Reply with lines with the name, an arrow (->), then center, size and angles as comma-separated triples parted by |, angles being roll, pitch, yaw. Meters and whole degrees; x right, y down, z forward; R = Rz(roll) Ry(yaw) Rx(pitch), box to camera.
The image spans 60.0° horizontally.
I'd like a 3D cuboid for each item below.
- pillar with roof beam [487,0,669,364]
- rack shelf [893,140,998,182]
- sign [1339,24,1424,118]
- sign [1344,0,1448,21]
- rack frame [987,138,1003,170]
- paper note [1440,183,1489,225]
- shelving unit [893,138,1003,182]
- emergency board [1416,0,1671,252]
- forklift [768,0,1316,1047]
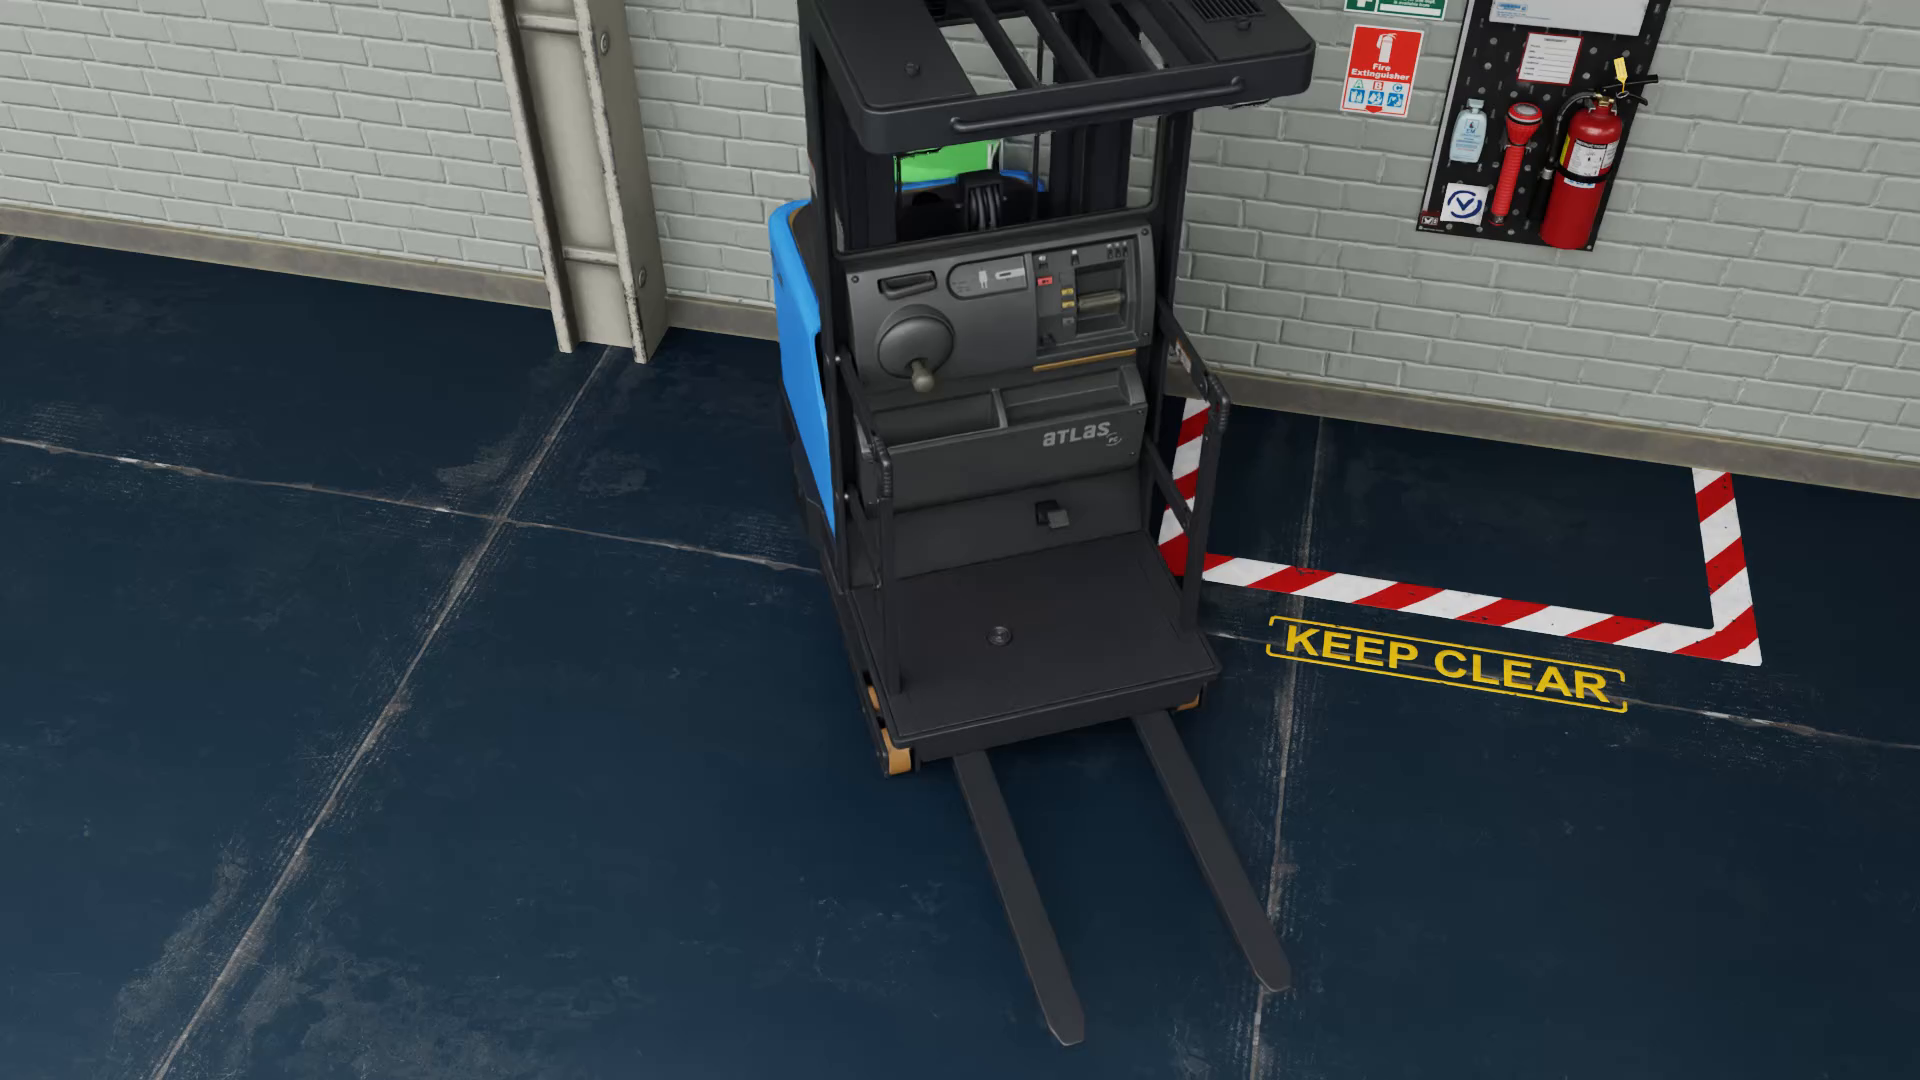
pillar with roof beam -> -2.422, -1.208, 1.016 | 0.400, 9.000, 9.100 | 9, 45, 9
rack shelf -> -0.108, -1.404, 6.250 | 0.480, 0.148, 0.258 | 8, 44, 9
sign -> 1.453, -1.617, 5.742 | 0.234, 0.329, 0.001 | 9, 45, 9
sign -> 1.456, -1.802, 5.551 | 0.331, 0.109, 0.001 | 9, 45, 9
rack frame -> 0.137, -1.067, 6.494 | 0.015, 1.200, 0.240 | 8, 44, 9
paper note -> 1.813, -1.207, 5.976 | 0.142, 0.148, 0.016 | 9, 45, 9
shelving unit -> -0.102, -1.099, 6.533 | 0.503, 1.200, 0.258 | 8, 44, 9
emergency board -> 1.970, -1.451, 5.595 | 0.643, 1.169, 0.194 | 9, 45, 9
forklift -> 0.190, -0.596, 4.756 | 1.130, 2.935, 3.031 | -11, 45, -11
